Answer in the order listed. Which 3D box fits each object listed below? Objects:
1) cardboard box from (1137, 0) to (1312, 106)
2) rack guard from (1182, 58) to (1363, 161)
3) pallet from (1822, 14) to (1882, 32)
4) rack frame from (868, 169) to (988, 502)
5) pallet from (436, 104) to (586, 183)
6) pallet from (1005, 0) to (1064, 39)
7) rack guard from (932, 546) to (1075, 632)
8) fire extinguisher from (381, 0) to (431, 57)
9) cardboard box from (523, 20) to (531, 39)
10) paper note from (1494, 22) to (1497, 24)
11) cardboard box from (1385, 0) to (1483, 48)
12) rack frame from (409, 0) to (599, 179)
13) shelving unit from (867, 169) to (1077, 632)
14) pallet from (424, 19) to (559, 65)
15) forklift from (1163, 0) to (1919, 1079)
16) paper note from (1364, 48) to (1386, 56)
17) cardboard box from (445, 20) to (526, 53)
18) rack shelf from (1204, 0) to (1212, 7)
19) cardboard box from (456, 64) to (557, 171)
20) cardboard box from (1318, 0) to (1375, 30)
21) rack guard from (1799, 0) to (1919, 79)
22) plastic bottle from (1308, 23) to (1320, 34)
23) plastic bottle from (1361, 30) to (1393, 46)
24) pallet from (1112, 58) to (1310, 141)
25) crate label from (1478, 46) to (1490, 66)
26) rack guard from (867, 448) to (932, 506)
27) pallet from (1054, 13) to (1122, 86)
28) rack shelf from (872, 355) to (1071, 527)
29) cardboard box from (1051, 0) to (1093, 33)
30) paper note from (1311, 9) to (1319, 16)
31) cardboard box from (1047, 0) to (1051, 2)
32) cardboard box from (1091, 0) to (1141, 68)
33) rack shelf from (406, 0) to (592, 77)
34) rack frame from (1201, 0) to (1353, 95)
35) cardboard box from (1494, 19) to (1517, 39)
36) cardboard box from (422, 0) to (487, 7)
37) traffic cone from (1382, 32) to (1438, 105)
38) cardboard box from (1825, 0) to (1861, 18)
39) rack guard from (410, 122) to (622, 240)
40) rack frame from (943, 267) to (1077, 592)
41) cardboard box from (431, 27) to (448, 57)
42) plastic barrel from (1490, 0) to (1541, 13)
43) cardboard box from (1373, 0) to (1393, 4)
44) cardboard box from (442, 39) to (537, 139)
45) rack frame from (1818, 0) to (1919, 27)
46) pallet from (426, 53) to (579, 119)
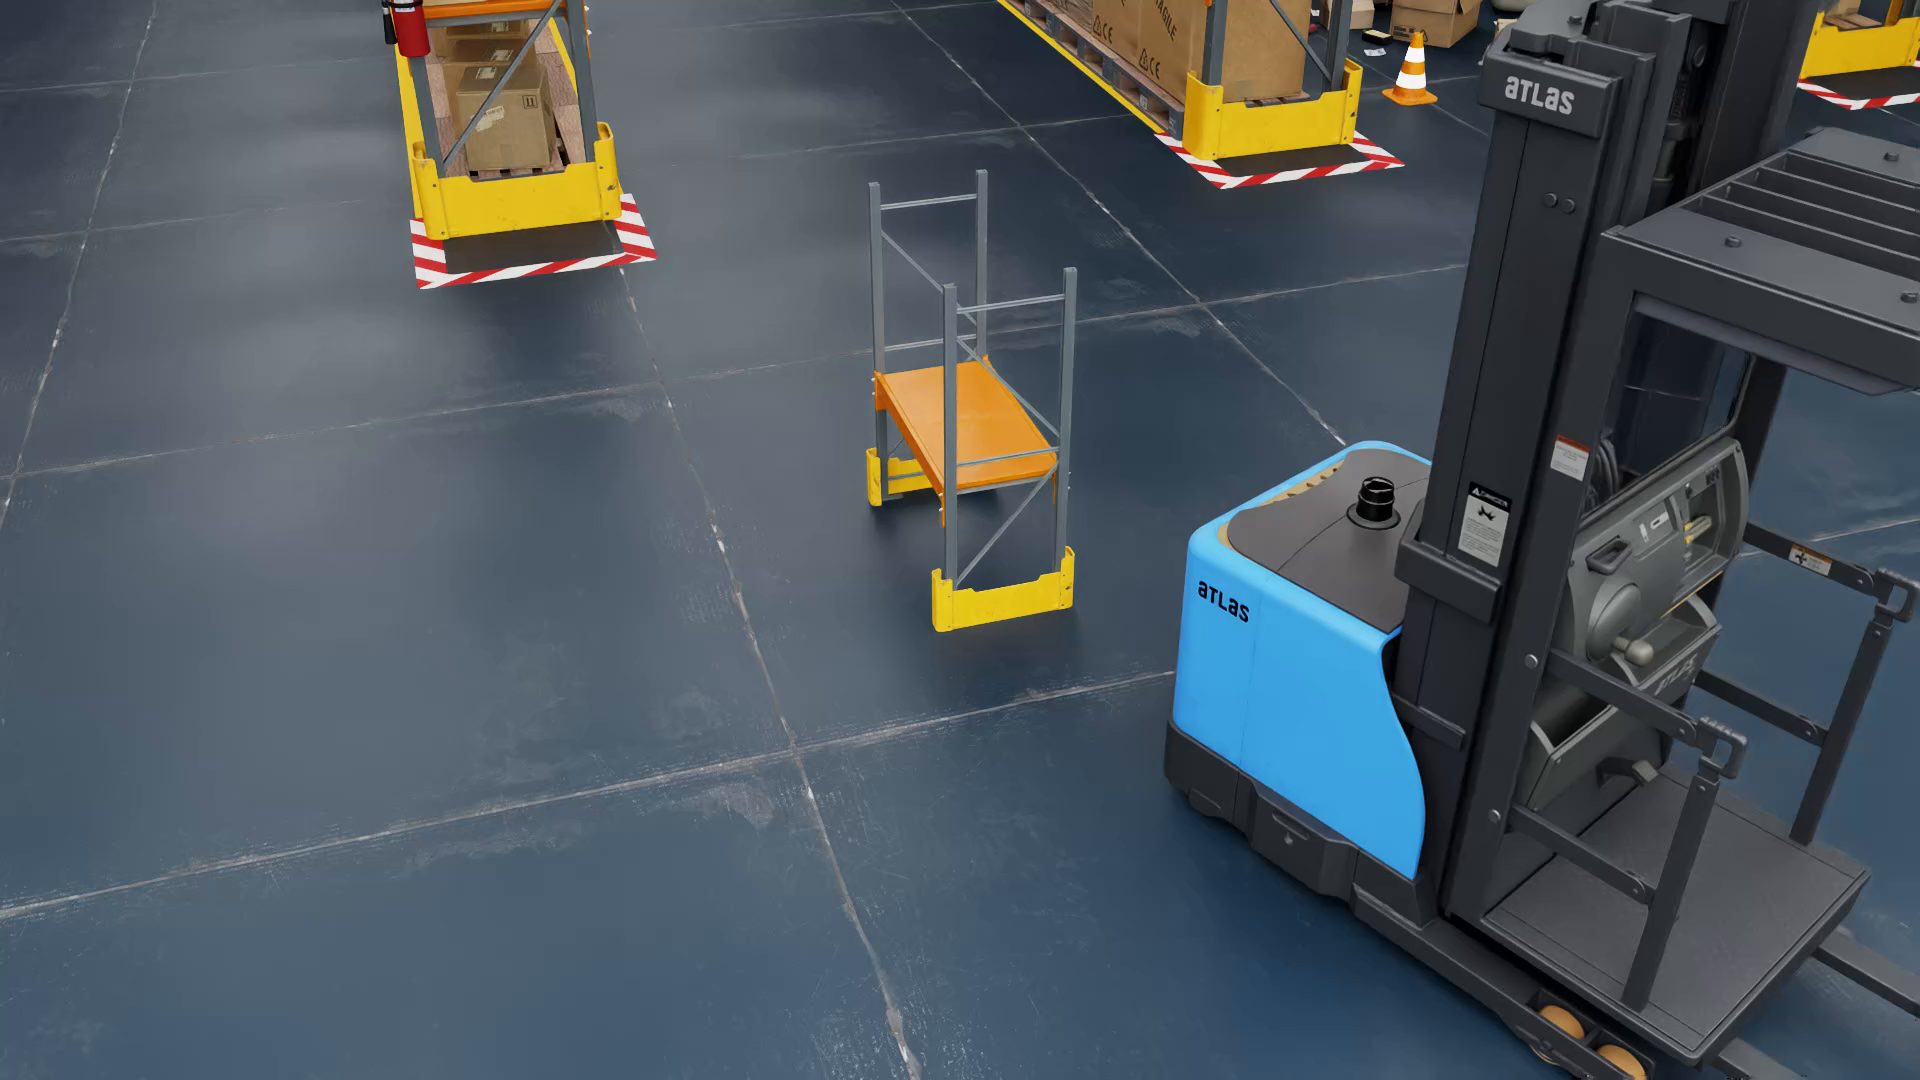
[{"bbox_3d":[1.824,-3.604,11.530,0.875,0.875,0.875,-10,35,-14],"label":"cardboard box"},{"bbox_3d":[2.101,-2.915,11.208,1.175,0.500,0.348,-10,35,-15],"label":"rack guard"},{"bbox_3d":[6.539,-4.165,13.361,1.003,0.211,1.213,-10,35,-15],"label":"pallet"},{"bbox_3d":[-0.129,-0.848,7.173,0.500,1.500,0.032,-10,35,-15],"label":"rack frame"},{"bbox_3d":[-2.898,-2.498,10.839,1.003,0.211,1.213,-10,35,-15],"label":"pallet"},{"bbox_3d":[1.031,-4.495,13.861,1.003,0.211,1.213,-10,35,-15],"label":"pallet"},{"bbox_3d":[0.175,0.197,6.725,0.587,0.250,0.087,-10,35,-15],"label":"rack guard"},{"bbox_3d":[-3.065,-3.020,9.169,0.296,0.674,0.183,-10,35,-15],"label":"fire extinguisher"},{"bbox_3d":[-3.351,-3.593,11.853,0.500,0.500,0.500,-13,36,-19],"label":"cardboard box"},{"bbox_3d":[4.476,-4.245,13.657,0.148,0.019,0.142,1,33,2],"label":"paper note"},{"bbox_3d":[3.830,-4.311,13.317,0.637,0.503,0.797,19,38,26],"label":"cardboard box"},{"bbox_3d":[-2.661,-3.189,9.356,1.000,3.000,0.127,-10,35,-15],"label":"rack frame"},{"bbox_3d":[0.023,-0.586,6.776,0.587,1.500,1.083,-10,35,-15],"label":"shelving unit"},{"bbox_3d":[-3.643,-3.779,12.778,1.003,0.211,1.213,-10,35,-15],"label":"pallet"},{"bbox_3d":[2.071,0.084,4.465,1.130,2.935,3.031,-26,41,-34],"label":"forklift"},{"bbox_3d":[3.245,-3.818,13.002,0.144,0.017,0.142,1,33,2],"label":"paper note"},{"bbox_3d":[-3.223,-3.292,11.398,0.500,0.500,0.500,-7,34,-10],"label":"cardboard box"},{"bbox_3d":[1.483,-4.720,12.325,1.077,0.370,4.000,-10,35,-15],"label":"rack shelf"},{"bbox_3d":[-2.836,-2.652,10.430,0.500,0.500,0.500,-4,34,-6],"label":"cardboard box"},{"bbox_3d":[3.152,-4.337,13.573,0.396,0.266,0.258,-4,34,-6],"label":"cardboard box"},{"bbox_3d":[6.753,-3.853,12.627,1.175,0.500,0.348,-10,35,-15],"label":"rack guard"},{"bbox_3d":[2.778,-4.139,13.458,0.283,0.061,0.133,-23,40,-31],"label":"plastic bottle"},{"bbox_3d":[3.307,-4.021,13.279,0.133,0.061,0.283,-23,40,-31],"label":"plastic bottle"},{"bbox_3d":[1.775,-3.214,11.922,1.003,0.211,1.213,-10,35,-15],"label":"pallet"},{"bbox_3d":[4.165,-3.708,12.737,0.298,0.136,0.250,27,42,34],"label":"crate label"},{"bbox_3d":[-0.129,-0.326,7.516,0.587,0.250,0.087,-10,35,-15],"label":"rack guard"},{"bbox_3d":[1.406,-3.853,12.890,1.003,0.211,1.213,-10,35,-15],"label":"pallet"},{"bbox_3d":[0.026,-0.431,6.868,0.538,0.185,1.000,-10,35,-15],"label":"rack shelf"},{"bbox_3d":[1.277,-4.545,12.953,0.875,0.875,0.875,-10,35,-14],"label":"cardboard box"},{"bbox_3d":[3.030,-4.423,13.923,0.172,0.023,0.155,1,33,2],"label":"paper note"},{"bbox_3d":[0.998,-5.017,13.668,0.875,0.875,0.875,-9,35,-14],"label":"cardboard box"},{"bbox_3d":[1.553,-4.066,12.228,0.875,0.875,0.875,-11,35,-15],"label":"cardboard box"},{"bbox_3d":[-3.271,-3.939,11.143,1.077,0.370,4.000,-10,35,-15],"label":"rack shelf"},{"bbox_3d":[2.093,-3.970,10.538,1.000,3.000,0.127,-10,35,-15],"label":"rack frame"},{"bbox_3d":[4.453,-4.015,13.191,0.380,0.149,0.250,7,34,10],"label":"cardboard box"},{"bbox_3d":[-2.945,-3.200,9.599,0.380,0.149,0.250,-10,35,-15],"label":"cardboard box"},{"bbox_3d":[3.284,-3.430,12.020,0.336,0.463,0.334,-10,35,-15],"label":"traffic cone"},{"bbox_3d":[6.794,-4.354,13.231,0.500,0.250,0.500,-10,35,-15],"label":"cardboard box"},{"bbox_3d":[-2.684,-2.186,10.105,1.175,0.500,0.348,-10,35,-15],"label":"rack guard"},{"bbox_3d":[0.181,-0.314,6.365,0.500,1.500,0.032,-10,35,-15],"label":"rack frame"},{"bbox_3d":[-3.615,-3.906,12.326,0.500,0.500,0.500,0,33,1],"label":"cardboard box"},{"bbox_3d":[4.705,-4.611,13.844,0.512,0.421,0.421,13,36,18],"label":"plastic barrel"},{"bbox_3d":[3.537,-4.857,14.021,0.797,0.637,0.503,-10,35,-15],"label":"cardboard box"},{"bbox_3d":[-3.051,-2.960,10.896,0.500,0.500,0.500,-1,33,-2],"label":"cardboard box"},{"bbox_3d":[6.777,-4.856,11.878,1.000,3.000,0.127,-10,35,-15],"label":"rack frame"},{"bbox_3d":[-3.267,-3.138,11.807,1.003,0.211,1.213,-10,35,-15],"label":"pallet"}]
